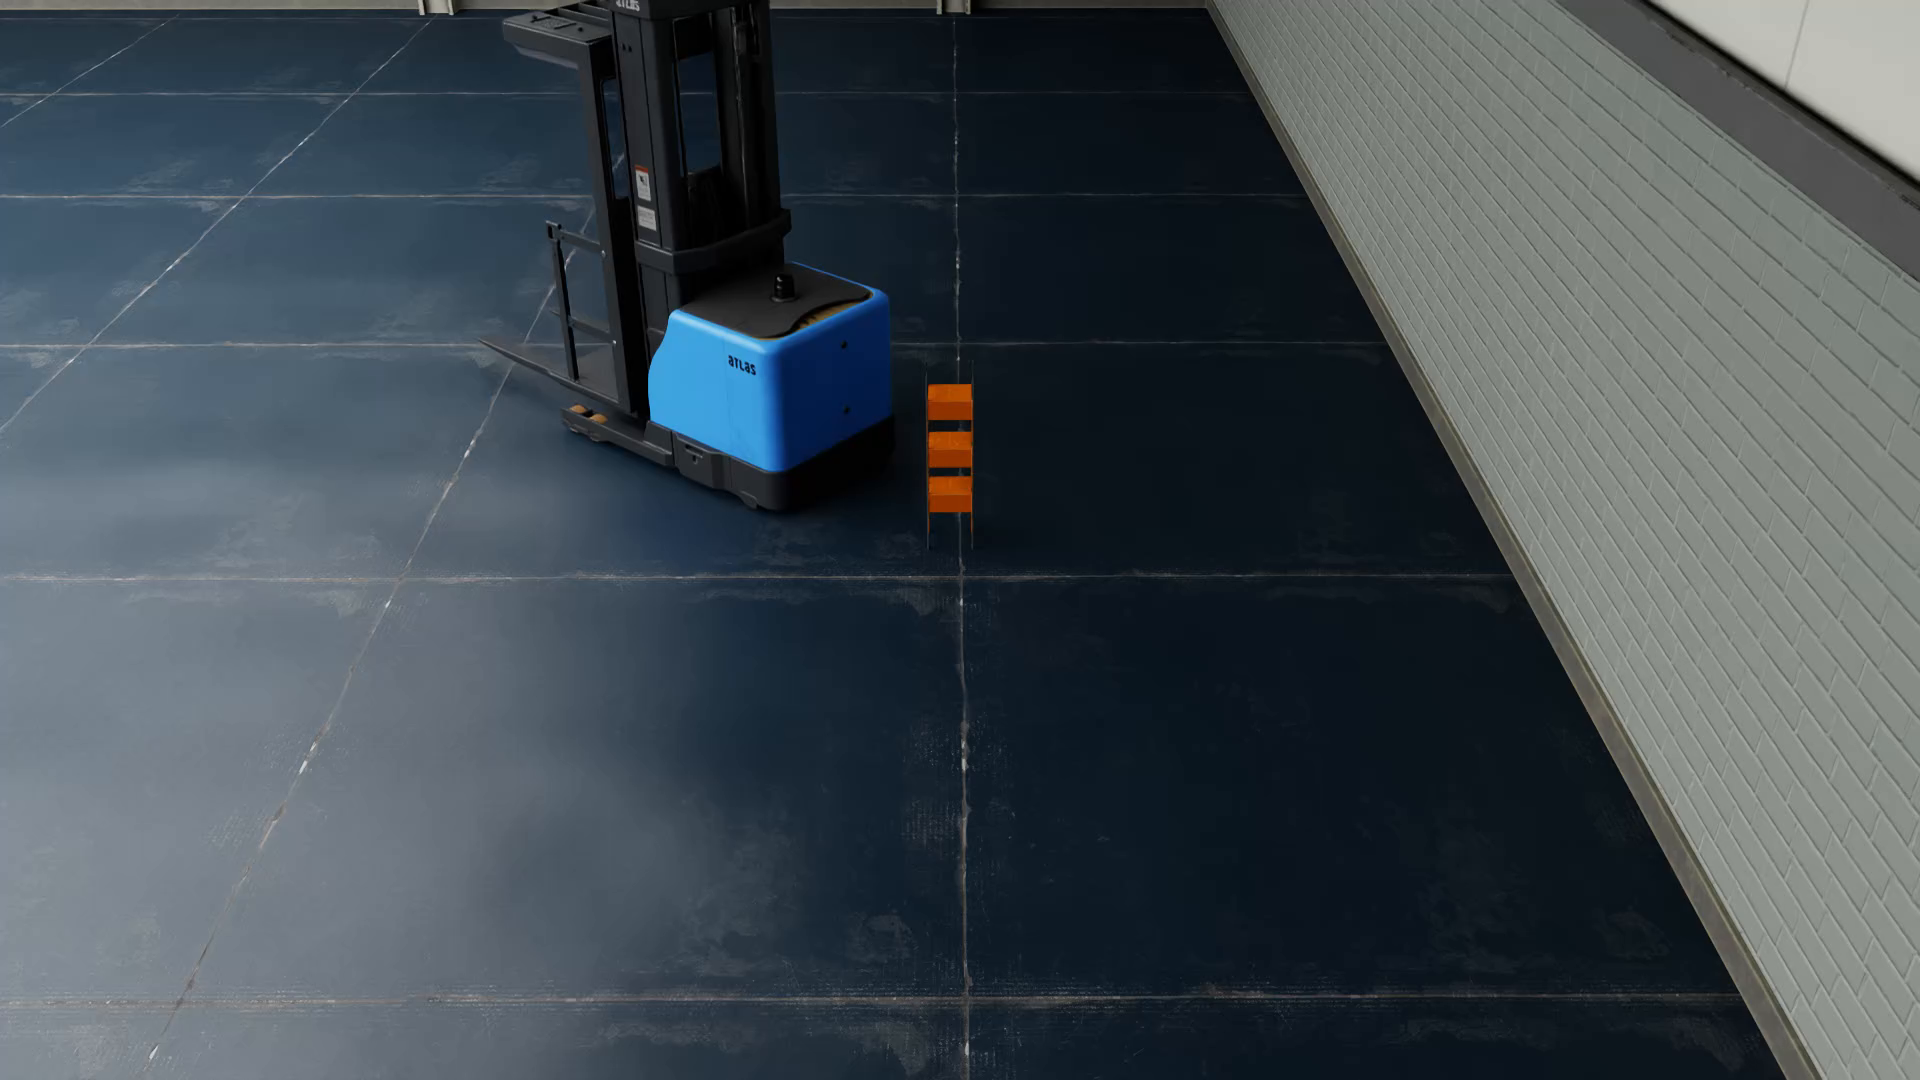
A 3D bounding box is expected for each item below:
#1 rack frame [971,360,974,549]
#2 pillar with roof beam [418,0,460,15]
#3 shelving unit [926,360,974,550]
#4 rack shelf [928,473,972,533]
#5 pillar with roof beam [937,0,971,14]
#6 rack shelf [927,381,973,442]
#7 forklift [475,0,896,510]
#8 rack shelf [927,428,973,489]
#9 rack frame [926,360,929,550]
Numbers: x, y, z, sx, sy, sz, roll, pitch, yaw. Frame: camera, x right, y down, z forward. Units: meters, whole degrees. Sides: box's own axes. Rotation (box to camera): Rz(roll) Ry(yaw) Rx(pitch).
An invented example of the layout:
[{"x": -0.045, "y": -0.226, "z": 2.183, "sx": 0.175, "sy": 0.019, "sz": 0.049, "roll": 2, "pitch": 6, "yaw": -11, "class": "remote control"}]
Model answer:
[{"x": 0.068, "y": -0.449, "z": 8.978, "sx": 0.008, "sy": 1.050, "sz": 0.200, "roll": 0, "pitch": 31, "yaw": 0, "class": "rack frame"}, {"x": -6.043, "y": -7.787, "z": 13.409, "sx": 0.400, "sy": 9.000, "sz": 9.100, "roll": 0, "pitch": 31, "yaw": 0, "class": "pillar with roof beam"}, {"x": -0.054, "y": -0.449, "z": 8.977, "sx": 0.252, "sy": 1.050, "sz": 0.215, "roll": 0, "pitch": 31, "yaw": 0, "class": "shelving unit"}, {"x": -0.054, "y": -0.202, "z": 9.127, "sx": 0.240, "sy": 0.259, "sz": 0.215, "roll": 0, "pitch": 31, "yaw": 0, "class": "rack shelf"}, {"x": -0.044, "y": -7.806, "z": 13.440, "sx": 0.400, "sy": 9.000, "sz": 9.100, "roll": 0, "pitch": 31, "yaw": 0, "class": "pillar with roof beam"}, {"x": -0.054, "y": -0.682, "z": 8.836, "sx": 0.240, "sy": 0.259, "sz": 0.215, "roll": 0, "pitch": 31, "yaw": 0, "class": "rack shelf"}, {"x": -1.846, "y": -2.046, "z": 9.797, "sx": 3.031, "sy": 2.935, "sz": 1.130, "roll": 23, "pitch": 38, "yaw": 33, "class": "forklift"}, {"x": -0.054, "y": -0.440, "z": 8.983, "sx": 0.240, "sy": 0.259, "sz": 0.215, "roll": 0, "pitch": 31, "yaw": 0, "class": "rack shelf"}, {"x": -0.176, "y": -0.448, "z": 8.977, "sx": 0.008, "sy": 1.050, "sz": 0.200, "roll": 0, "pitch": 31, "yaw": 0, "class": "rack frame"}]
